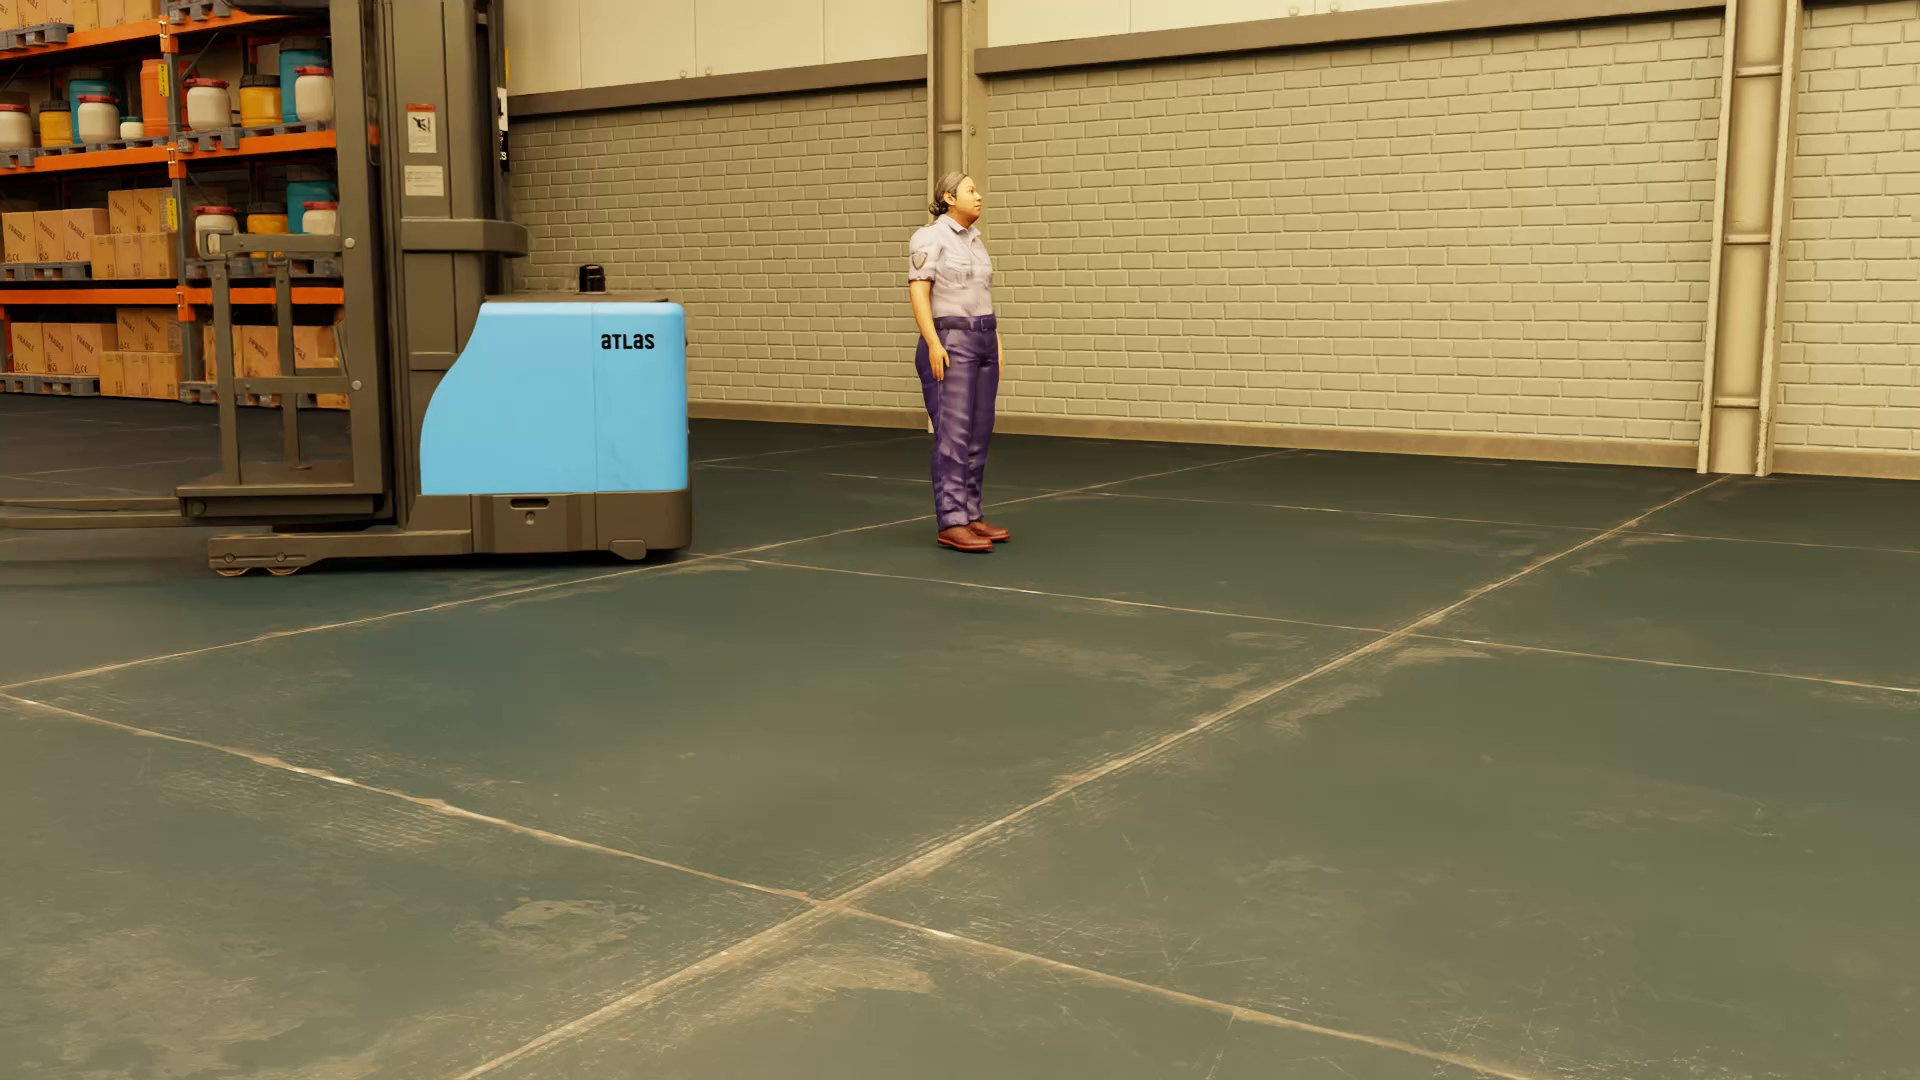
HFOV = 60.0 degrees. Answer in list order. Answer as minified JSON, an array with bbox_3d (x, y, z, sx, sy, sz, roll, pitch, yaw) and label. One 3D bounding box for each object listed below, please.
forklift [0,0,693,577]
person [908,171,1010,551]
[{"bbox_3d":[-2.684,-1.385,6.934,3.031,2.935,1.130,-1,8,-9],"label":"forklift"},{"bbox_3d":[0.062,-0.814,7.419,0.503,1.650,0.599,5,10,34],"label":"person"}]
